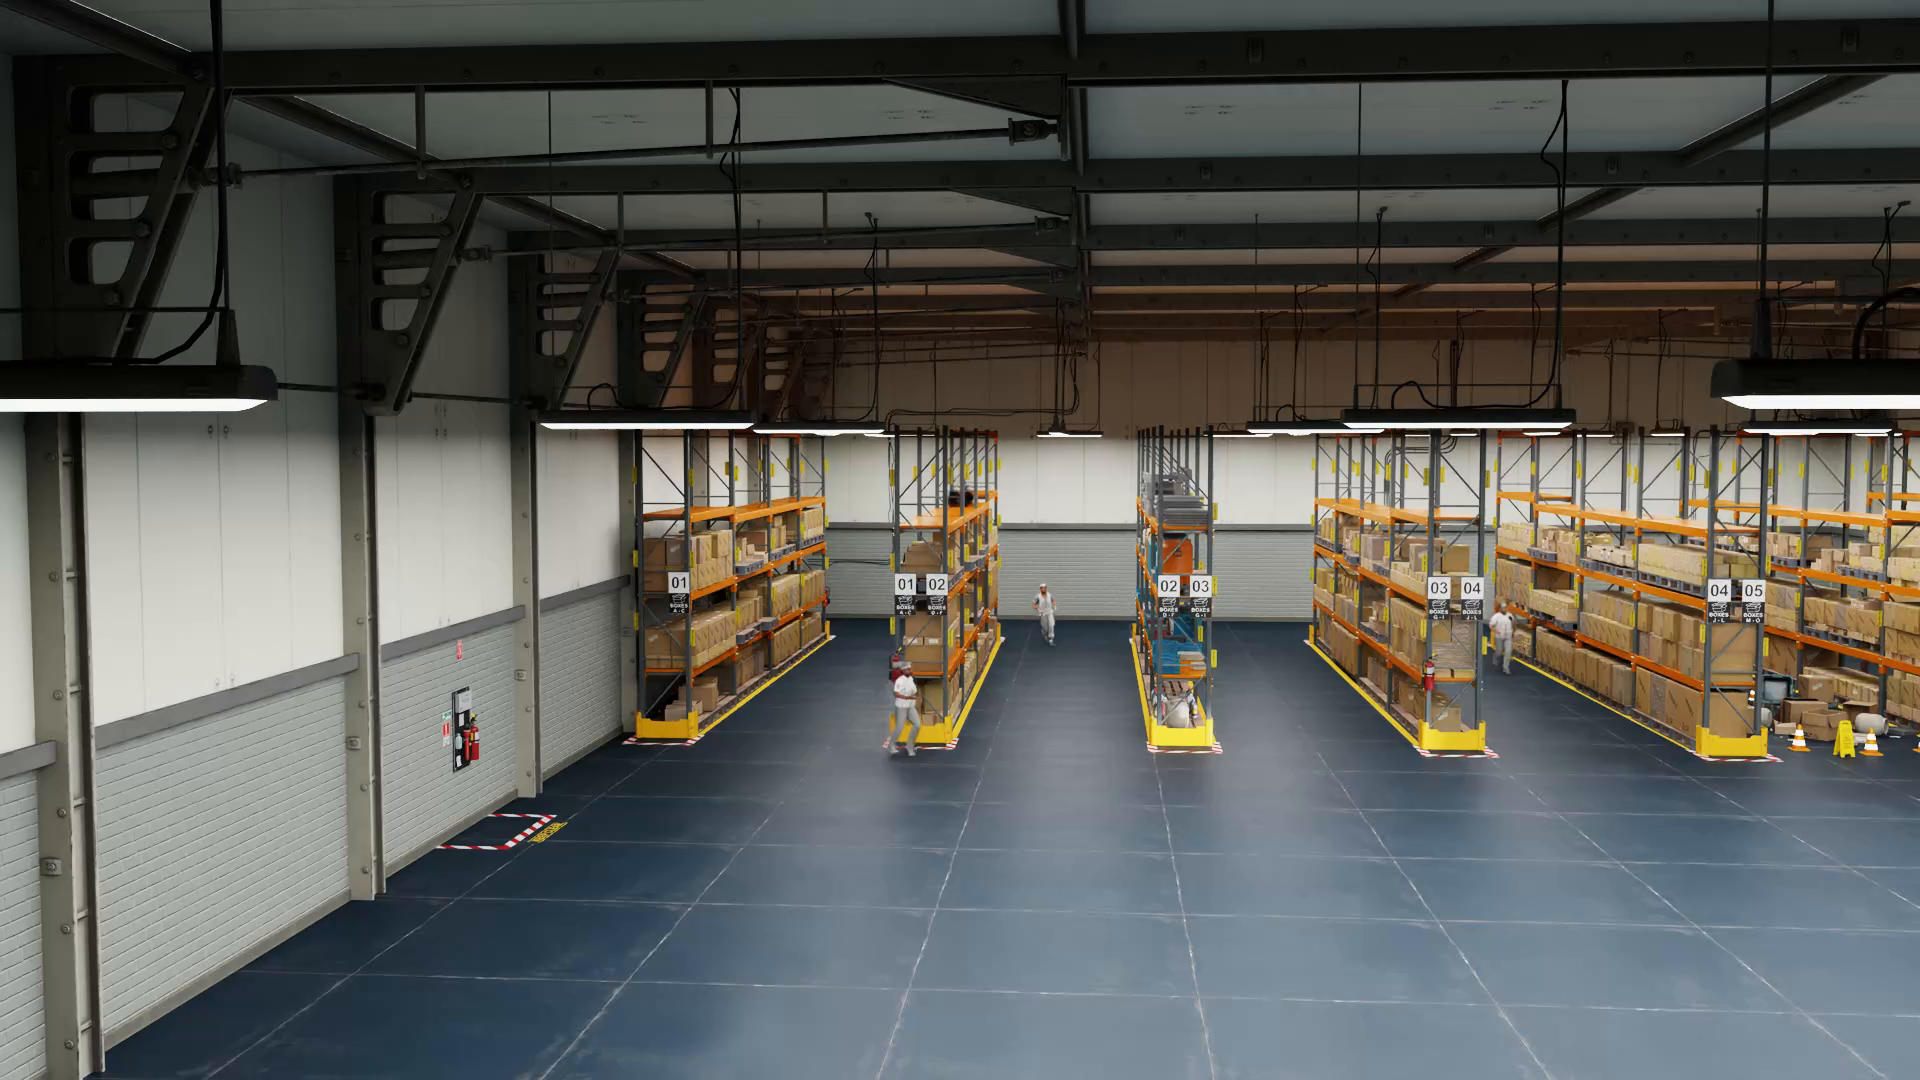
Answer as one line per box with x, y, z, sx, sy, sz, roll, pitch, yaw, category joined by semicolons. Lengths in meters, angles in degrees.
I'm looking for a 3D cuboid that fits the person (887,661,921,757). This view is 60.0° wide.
-0.986;3.070;30.213;0.666;1.745;0.580;3;5;43;person

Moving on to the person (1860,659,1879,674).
21.514;2.562;39.179;0.549;1.661;1.089;0;3;6;person

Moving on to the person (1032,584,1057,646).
2.362;2.076;46.436;0.698;1.734;0.725;-1;4;-13;person

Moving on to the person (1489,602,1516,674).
13.407;2.391;40.983;0.678;1.748;0.917;0;3;2;person
